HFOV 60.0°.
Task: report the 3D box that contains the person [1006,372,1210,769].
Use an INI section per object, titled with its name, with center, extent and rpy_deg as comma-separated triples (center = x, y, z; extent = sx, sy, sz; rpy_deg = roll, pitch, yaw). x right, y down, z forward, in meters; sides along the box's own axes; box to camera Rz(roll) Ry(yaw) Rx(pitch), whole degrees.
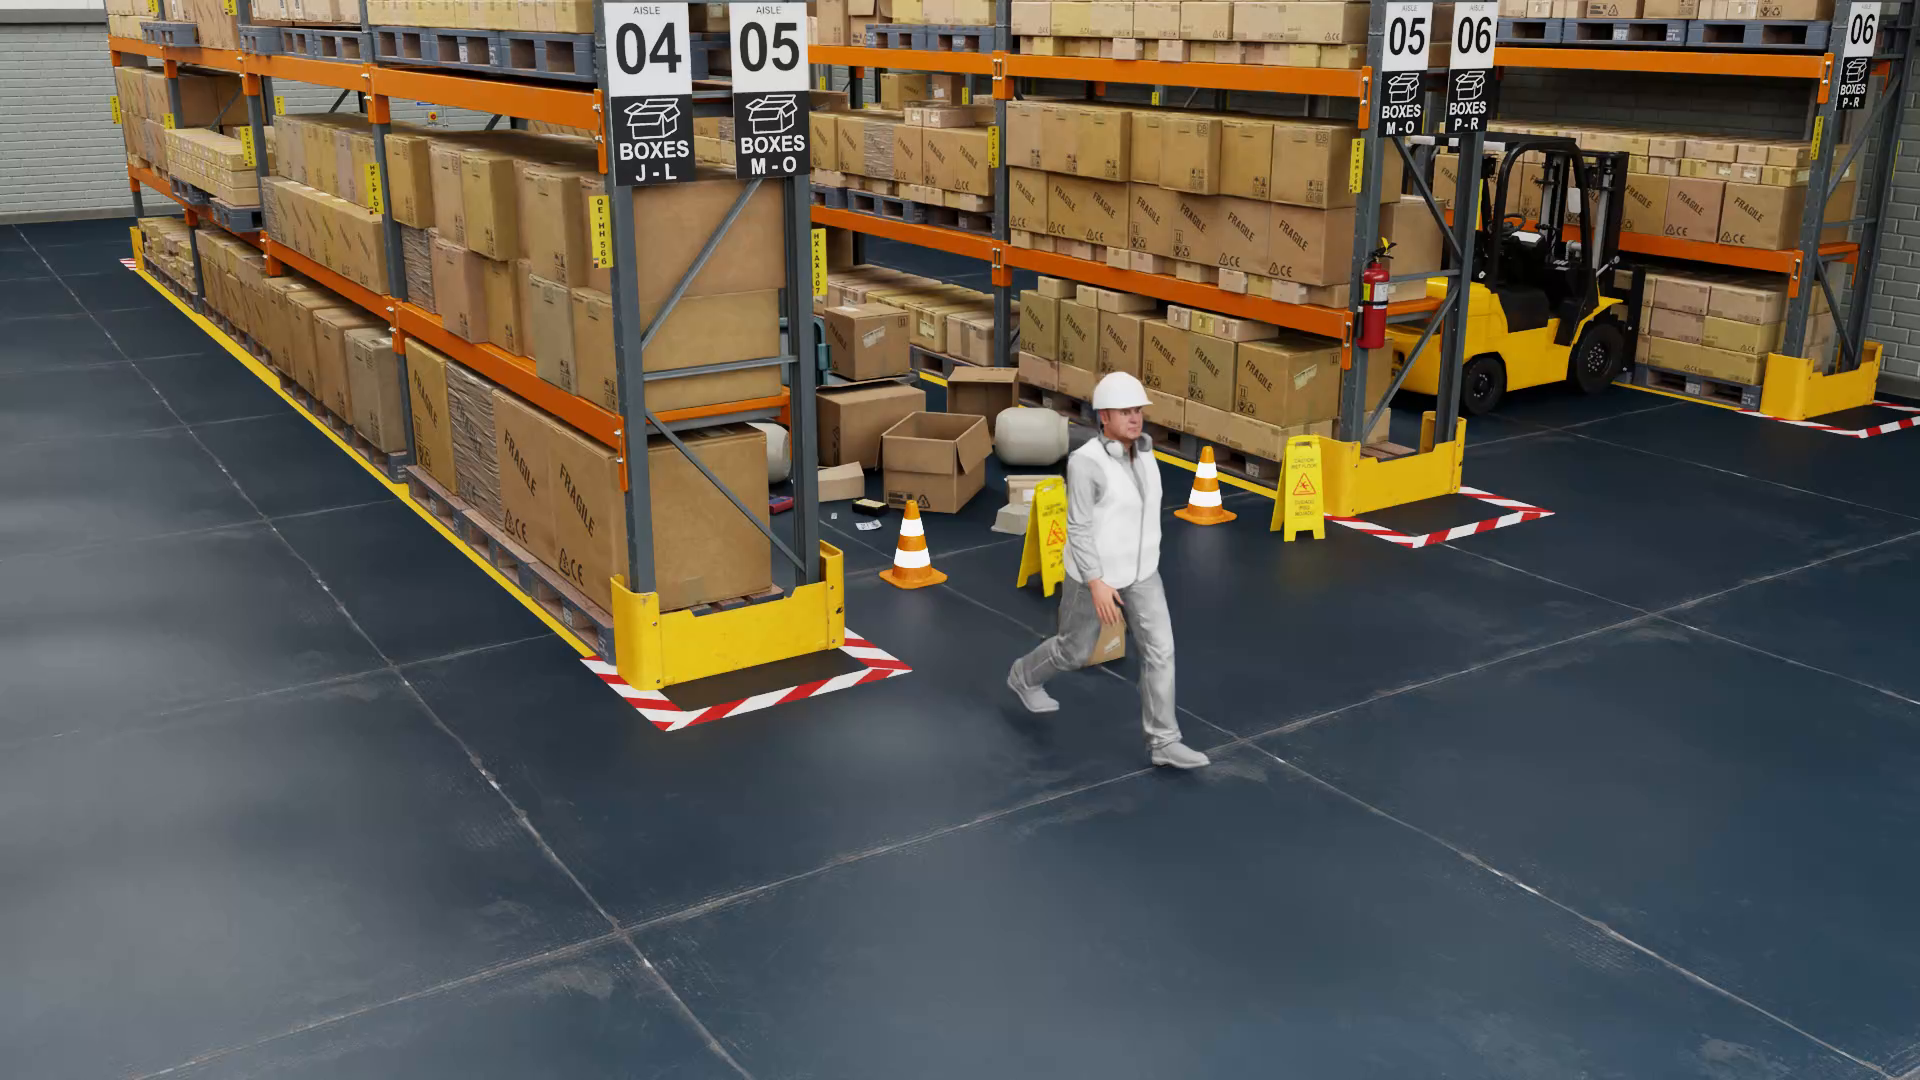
[person]
center = 0.634, 0.109, 7.232
extent = 0.571, 1.717, 1.099
rpy_deg = -12, 22, -33
